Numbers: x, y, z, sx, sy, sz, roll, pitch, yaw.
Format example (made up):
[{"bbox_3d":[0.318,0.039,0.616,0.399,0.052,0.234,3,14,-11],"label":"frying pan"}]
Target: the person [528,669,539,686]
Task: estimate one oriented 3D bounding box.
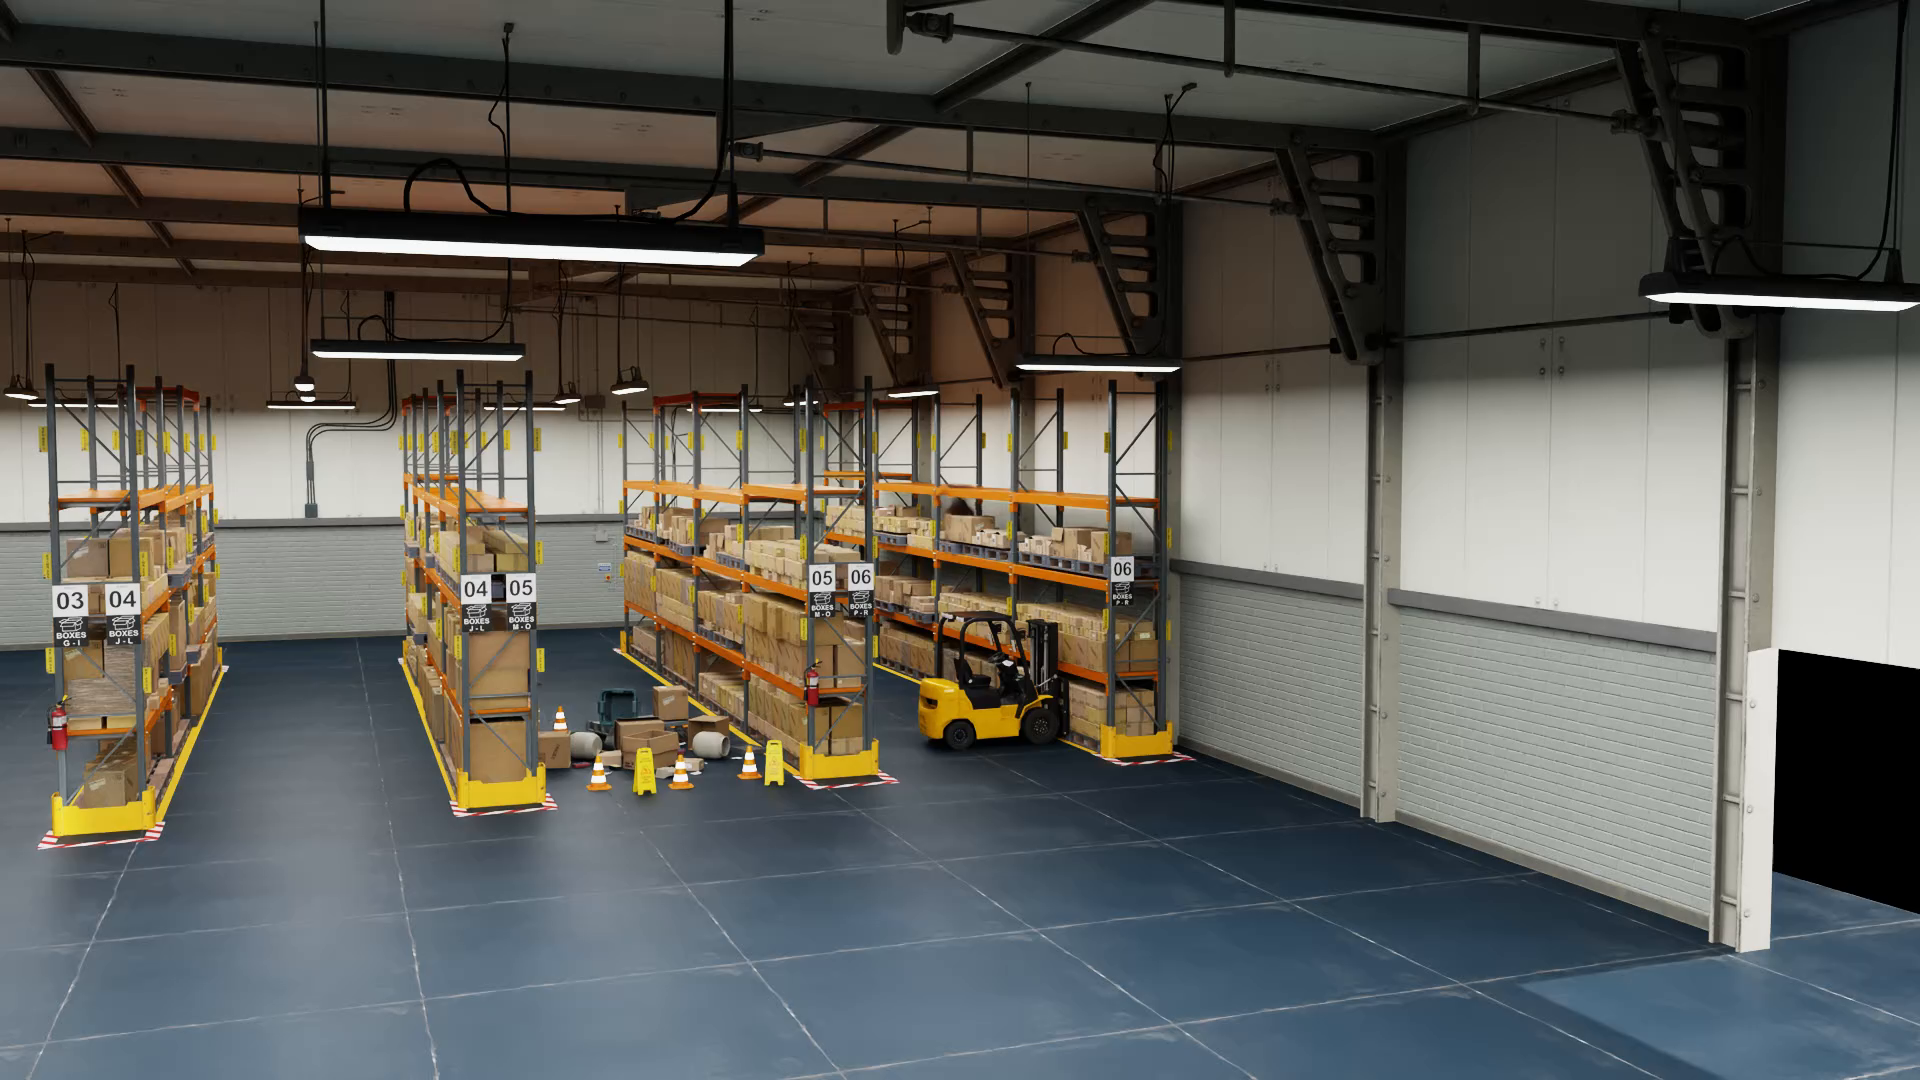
[{"bbox_3d":[-9.004,2.176,34.386,0.425,1.647,0.523,-3,4,-40],"label":"person"}]
